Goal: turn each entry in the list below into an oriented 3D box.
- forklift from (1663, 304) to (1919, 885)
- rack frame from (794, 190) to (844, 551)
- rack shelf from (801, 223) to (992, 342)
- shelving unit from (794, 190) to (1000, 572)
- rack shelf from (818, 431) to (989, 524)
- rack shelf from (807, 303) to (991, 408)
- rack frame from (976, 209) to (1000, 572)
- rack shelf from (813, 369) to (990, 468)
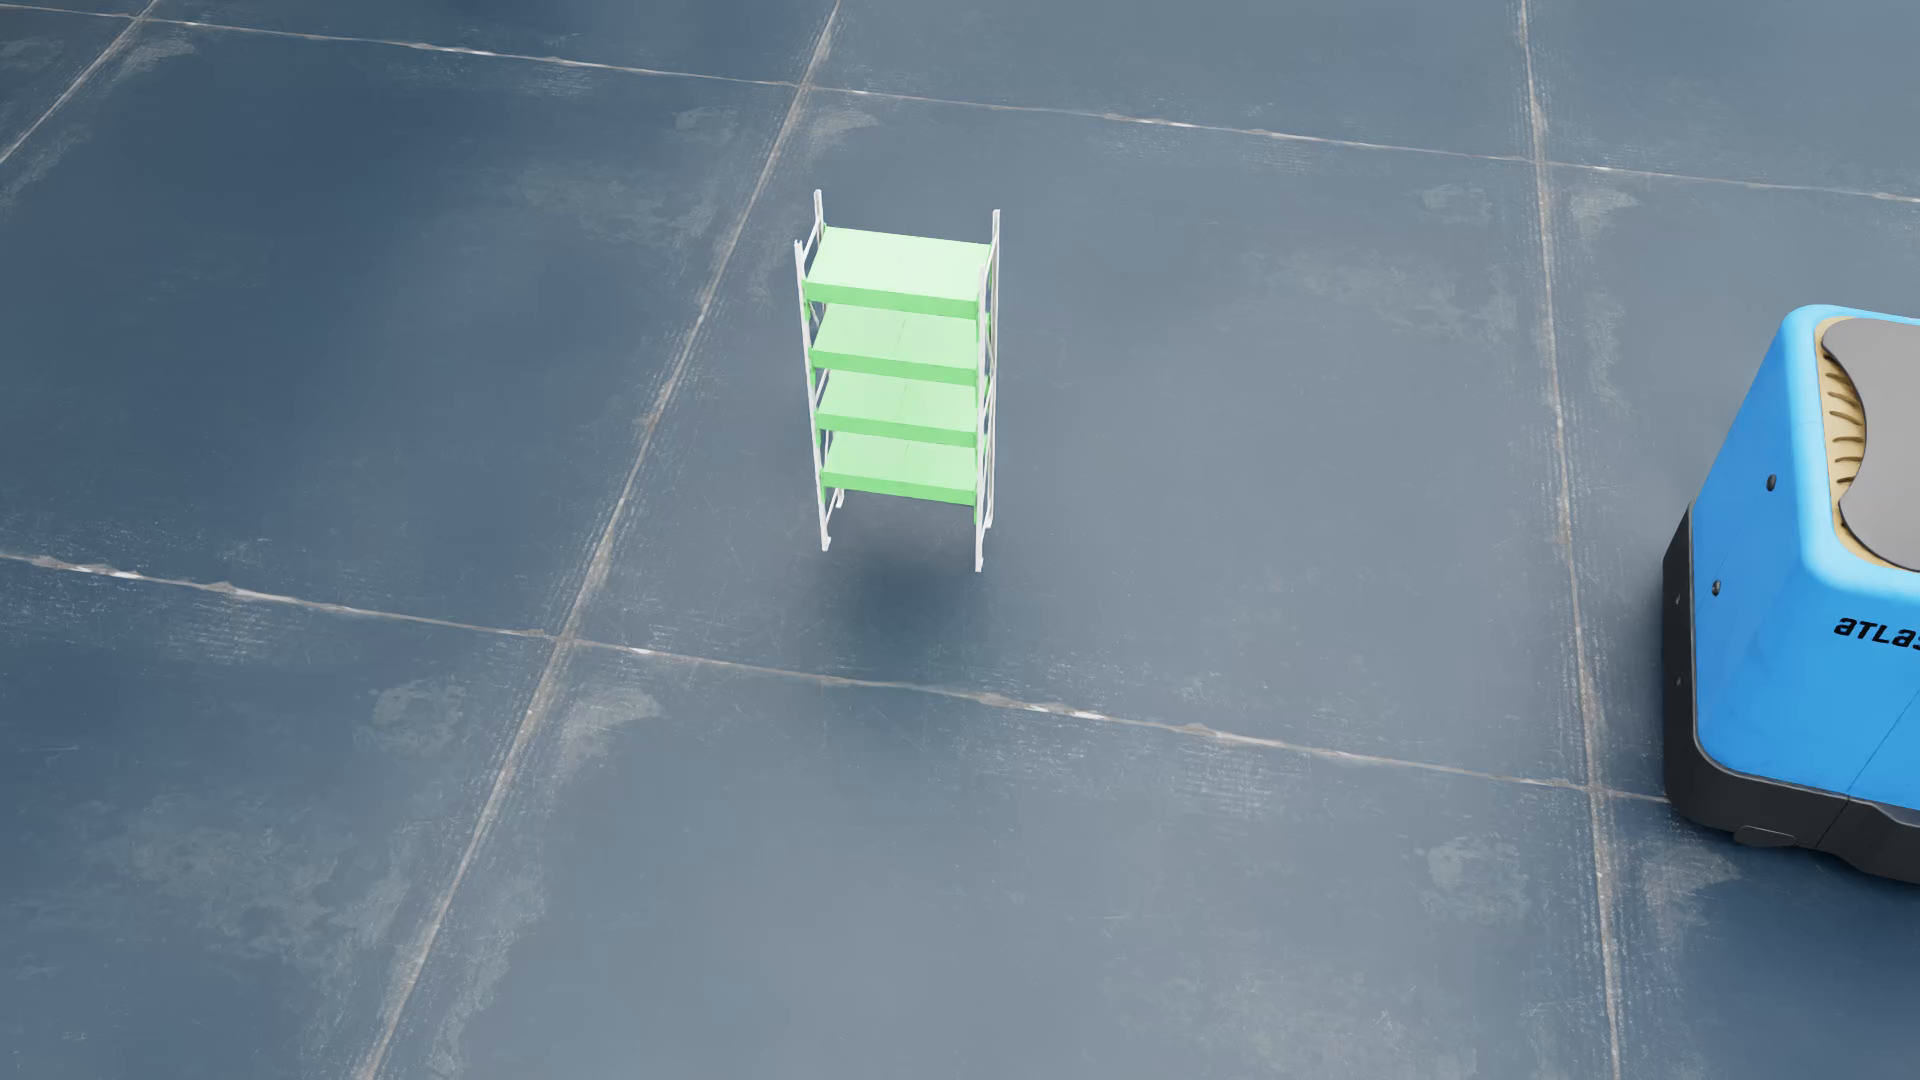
[{"bbox_3d":[3.499,-0.261,3.514,3.031,2.935,1.130,12,49,10],"label":"forklift"},{"bbox_3d":[-0.403,-0.455,4.852,0.015,1.200,0.240,8,49,7],"label":"rack frame"},{"bbox_3d":[-0.163,-0.701,4.514,0.480,0.148,0.258,8,49,7],"label":"rack shelf"},{"bbox_3d":[-0.163,-0.423,4.823,0.503,1.200,0.258,8,49,7],"label":"shelving unit"},{"bbox_3d":[-0.163,-0.220,5.049,0.480,0.148,0.258,8,49,7],"label":"rack shelf"},{"bbox_3d":[-0.163,-0.541,4.692,0.480,0.148,0.258,8,49,7],"label":"rack shelf"},{"bbox_3d":[0.077,-0.391,4.794,0.015,1.200,0.240,8,49,7],"label":"rack frame"},{"bbox_3d":[-0.163,-0.380,4.871,0.480,0.148,0.258,8,49,7],"label":"rack shelf"}]
